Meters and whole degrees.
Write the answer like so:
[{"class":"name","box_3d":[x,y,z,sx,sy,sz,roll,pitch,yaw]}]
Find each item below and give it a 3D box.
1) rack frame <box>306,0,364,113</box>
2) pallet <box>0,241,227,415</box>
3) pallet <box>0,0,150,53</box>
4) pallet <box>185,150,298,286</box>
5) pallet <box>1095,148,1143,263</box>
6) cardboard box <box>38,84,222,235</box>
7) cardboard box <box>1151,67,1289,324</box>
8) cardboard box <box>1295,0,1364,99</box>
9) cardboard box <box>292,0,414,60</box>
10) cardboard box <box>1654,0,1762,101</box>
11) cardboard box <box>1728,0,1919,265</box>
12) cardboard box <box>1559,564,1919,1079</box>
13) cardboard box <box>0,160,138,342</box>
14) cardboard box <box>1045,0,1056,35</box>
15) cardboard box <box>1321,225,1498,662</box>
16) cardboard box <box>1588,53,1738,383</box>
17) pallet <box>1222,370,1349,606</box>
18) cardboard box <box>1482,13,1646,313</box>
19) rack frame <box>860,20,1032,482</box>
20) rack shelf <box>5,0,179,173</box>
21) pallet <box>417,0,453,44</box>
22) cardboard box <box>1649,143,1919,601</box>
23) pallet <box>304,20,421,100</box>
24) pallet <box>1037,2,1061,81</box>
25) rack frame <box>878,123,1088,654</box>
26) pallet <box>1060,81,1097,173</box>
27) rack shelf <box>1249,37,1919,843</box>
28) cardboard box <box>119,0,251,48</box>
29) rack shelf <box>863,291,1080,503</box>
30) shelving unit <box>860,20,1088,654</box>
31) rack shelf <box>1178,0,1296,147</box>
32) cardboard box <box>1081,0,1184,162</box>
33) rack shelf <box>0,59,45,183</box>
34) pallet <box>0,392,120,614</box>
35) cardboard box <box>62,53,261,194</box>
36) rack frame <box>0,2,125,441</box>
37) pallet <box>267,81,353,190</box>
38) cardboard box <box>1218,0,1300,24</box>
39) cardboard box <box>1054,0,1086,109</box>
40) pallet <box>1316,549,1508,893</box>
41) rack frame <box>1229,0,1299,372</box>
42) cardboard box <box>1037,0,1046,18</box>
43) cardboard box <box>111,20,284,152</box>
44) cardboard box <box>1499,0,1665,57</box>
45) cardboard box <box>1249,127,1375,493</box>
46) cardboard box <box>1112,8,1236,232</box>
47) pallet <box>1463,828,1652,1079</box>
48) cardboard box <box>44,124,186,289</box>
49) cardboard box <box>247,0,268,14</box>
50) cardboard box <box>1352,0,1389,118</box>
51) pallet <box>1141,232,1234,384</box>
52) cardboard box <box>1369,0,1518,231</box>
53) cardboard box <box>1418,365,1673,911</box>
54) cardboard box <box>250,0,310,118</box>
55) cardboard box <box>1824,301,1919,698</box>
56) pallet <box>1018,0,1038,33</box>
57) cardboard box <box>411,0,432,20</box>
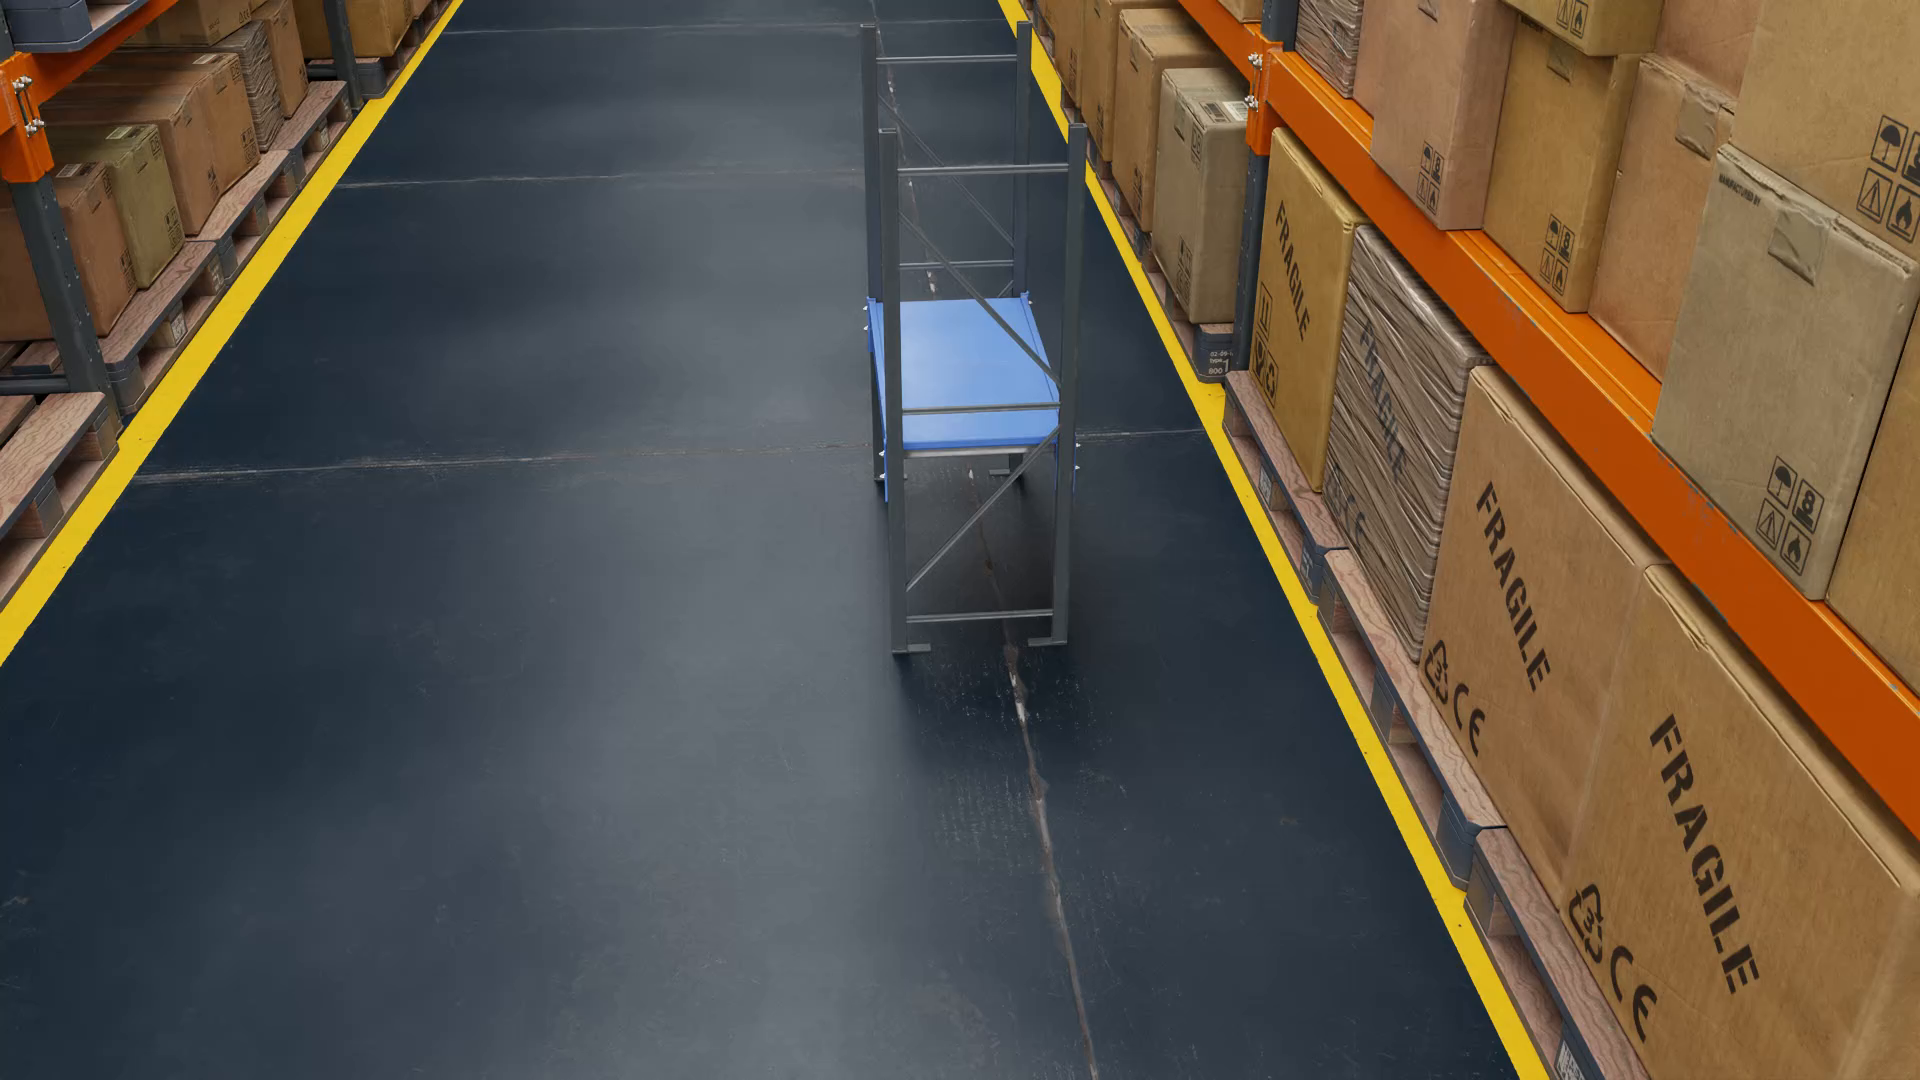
[{"class":"rack frame","box_3d":[-3.833,-3.667,8.464,1.000,3.000,0.127,-3,31,-5]},{"class":"pallet","box_3d":[-3.534,-0.825,6.425,1.003,0.211,1.213,-3,31,-5]},{"class":"pallet","box_3d":[-3.386,-1.939,5.759,1.003,0.211,1.213,-3,31,-5]},{"class":"pallet","box_3d":[-3.651,-1.449,7.470,1.003,0.211,1.213,-3,31,-5]},{"class":"pallet","box_3d":[1.224,-1.628,7.770,1.003,0.211,1.213,-3,31,-5]},{"class":"cardboard box","box_3d":[-3.574,-1.585,6.987,0.700,0.500,0.500,-5,31,-9]},{"class":"cardboard box","box_3d":[1.340,-1.338,6.349,1.050,0.750,0.750,-3,31,-5]},{"class":"cardboard box","box_3d":[1.534,-1.687,5.003,0.875,0.550,0.550,-3,31,-5]},{"class":"cardboard box","box_3d":[-3.877,-3.288,9.492,1.225,0.875,0.875,-4,31,-7]},{"class":"cardboard box","box_3d":[1.805,-1.057,2.894,0.875,0.550,0.550,-3,31,-5]},{"class":"cardboard box","box_3d":[1.722,-0.764,2.405,0.875,0.550,0.550,-3,31,-5]},{"class":"cardboard box","box_3d":[1.733,0.620,2.949,0.875,0.875,0.875,-3,31,-4]},{"class":"cardboard box","box_3d":[-3.496,-1.055,6.099,0.700,0.500,0.500,-5,31,-8]},{"class":"cardboard box","box_3d":[0.793,-3.283,9.850,0.500,0.500,0.500,-3,31,-5]},{"class":"cardboard box","box_3d":[1.565,-0.294,4.480,0.875,0.875,0.875,-3,31,-4]},{"class":"cardboard box","box_3d":[1.782,-0.592,3.169,0.875,0.550,0.550,-3,31,-5]},{"class":"pallet","box_3d":[1.481,-0.222,5.415,1.003,0.211,1.213,-3,31,-5]},{"class":"cardboard box","box_3d":[1.691,-0.860,3.619,0.875,0.550,0.500,-3,31,-5]},{"class":"rack frame","box_3d":[-0.040,-0.860,5.227,0.500,1.500,0.032,-3,31,-5]},{"class":"rack shelf","box_3d":[-3.647,-2.337,6.939,1.077,0.370,4.000,-3,31,-5]},{"class":"pallet","box_3d":[-3.943,-3.497,10.899,1.003,0.211,1.213,-3,31,-5]},{"class":"cardboard box","box_3d":[1.709,-0.300,2.681,0.875,0.550,0.550,-3,31,-5]},{"class":"pallet","box_3d":[-3.832,-2.876,9.859,1.003,0.211,1.213,-3,31,-5]},{"class":"pallet","box_3d":[1.043,-3.055,10.158,1.003,0.211,1.213,-3,31,-5]},{"class":"rack frame","box_3d":[0.055,-0.341,4.358,0.500,1.500,0.032,-3,31,-5]},{"class":"pallet","box_3d":[1.113,-2.250,8.810,1.003,0.211,1.213,-3,31,-5]},{"class":"rack shelf","box_3d":[1.675,-0.481,3.831,1.077,0.370,4.000,-3,31,-5]},{"class":"cardboard box","box_3d":[-3.681,-2.494,7.777,0.500,0.250,0.500,1,31,1]},{"class":"rack shelf","box_3d":[0.008,-0.446,4.885,0.538,0.185,1.000,-3,31,-5]},{"class":"shelving unit","box_3d":[0.008,-0.600,4.792,0.538,1.500,1.048,-3,31,-5]},{"class":"rack shelf","box_3d":[1.301,-2.523,7.250,1.077,0.370,4.000,-3,31,-5]},{"class":"cardboard box","box_3d":[1.167,-2.306,7.970,1.050,0.750,0.750,-2,31,-4]},{"class":"rack shelf","box_3d":[-3.273,-0.295,3.520,1.077,0.370,4.000,-3,31,-5]},{"class":"pallet","box_3d":[-3.362,-0.086,5.189,1.003,0.211,1.213,-3,31,-5]},{"class":"cardboard box","box_3d":[-3.627,-1.870,7.464,0.700,0.500,0.500,0,31,0]},{"class":"rack frame","box_3d":[-3.460,-1.625,5.045,1.000,3.000,0.127,-3,31,-5]},{"class":"pallet","box_3d":[-3.762,-2.071,8.511,1.003,0.211,1.213,-3,31,-5]},{"class":"cardboard box","box_3d":[1.173,-2.107,5.755,0.500,0.500,0.500,-3,31,-5]},{"class":"cardboard box","box_3d":[1.082,-2.752,8.717,1.050,0.750,0.750,-3,31,-5]},{"class":"pallet","box_3d":[1.598,0.403,4.370,1.003,0.211,1.213,-3,31,-5]},{"class":"rack frame","box_3d":[1.488,-1.811,5.356,1.000,3.000,0.127,-3,31,-5]},{"class":"cardboard box","box_3d":[0.748,-3.549,10.294,0.500,0.500,0.500,-2,31,-3]},{"class":"cardboard box","box_3d":[-3.686,-2.159,7.948,0.700,0.500,0.500,-5,31,-9]},{"class":"cardboard box","box_3d":[1.626,-1.321,3.337,0.875,0.550,0.500,-3,31,-5]},{"class":"cardboard box","box_3d":[1.477,-0.754,5.250,0.875,0.875,0.875,-2,31,-4]},{"class":"cardboard box","box_3d":[1.254,-1.830,7.174,1.050,0.750,0.750,-3,31,-5]},{"class":"pallet","box_3d":[1.709,1.024,3.329,1.003,0.211,1.213,-3,31,-5]},{"class":"cardboard box","box_3d":[-3.521,-1.299,6.509,0.700,0.500,0.500,-3,31,-5]},{"class":"cardboard box","box_3d":[-3.741,-2.764,8.229,0.500,0.250,0.500,-2,31,-3]},{"class":"cardboard box","box_3d":[1.608,-1.408,4.535,0.875,0.550,0.550,-3,31,-5]},{"class":"pallet","box_3d":[1.341,-1.004,6.725,1.003,0.211,1.213,-3,31,-5]},{"class":"cardboard box","box_3d":[1.542,-1.126,4.064,0.875,0.550,0.550,-3,31,-5]},{"class":"cardboard box","box_3d":[1.648,0.171,3.701,0.875,0.875,0.875,-3,31,-5]},{"class":"cardboard box","box_3d":[-3.751,-2.441,8.421,0.700,0.500,0.500,-4,31,-7]},{"class":"cardboard box","box_3d":[1.782,-0.020,2.212,0.875,0.550,0.550,-3,31,-5]},{"class":"pallet","box_3d":[0.932,-3.676,11.199,1.003,0.211,1.213,-3,31,-5]},{"class":"cardboard box","box_3d":[-3.953,-3.744,10.255,1.225,0.875,0.875,-3,31,-4]}]
